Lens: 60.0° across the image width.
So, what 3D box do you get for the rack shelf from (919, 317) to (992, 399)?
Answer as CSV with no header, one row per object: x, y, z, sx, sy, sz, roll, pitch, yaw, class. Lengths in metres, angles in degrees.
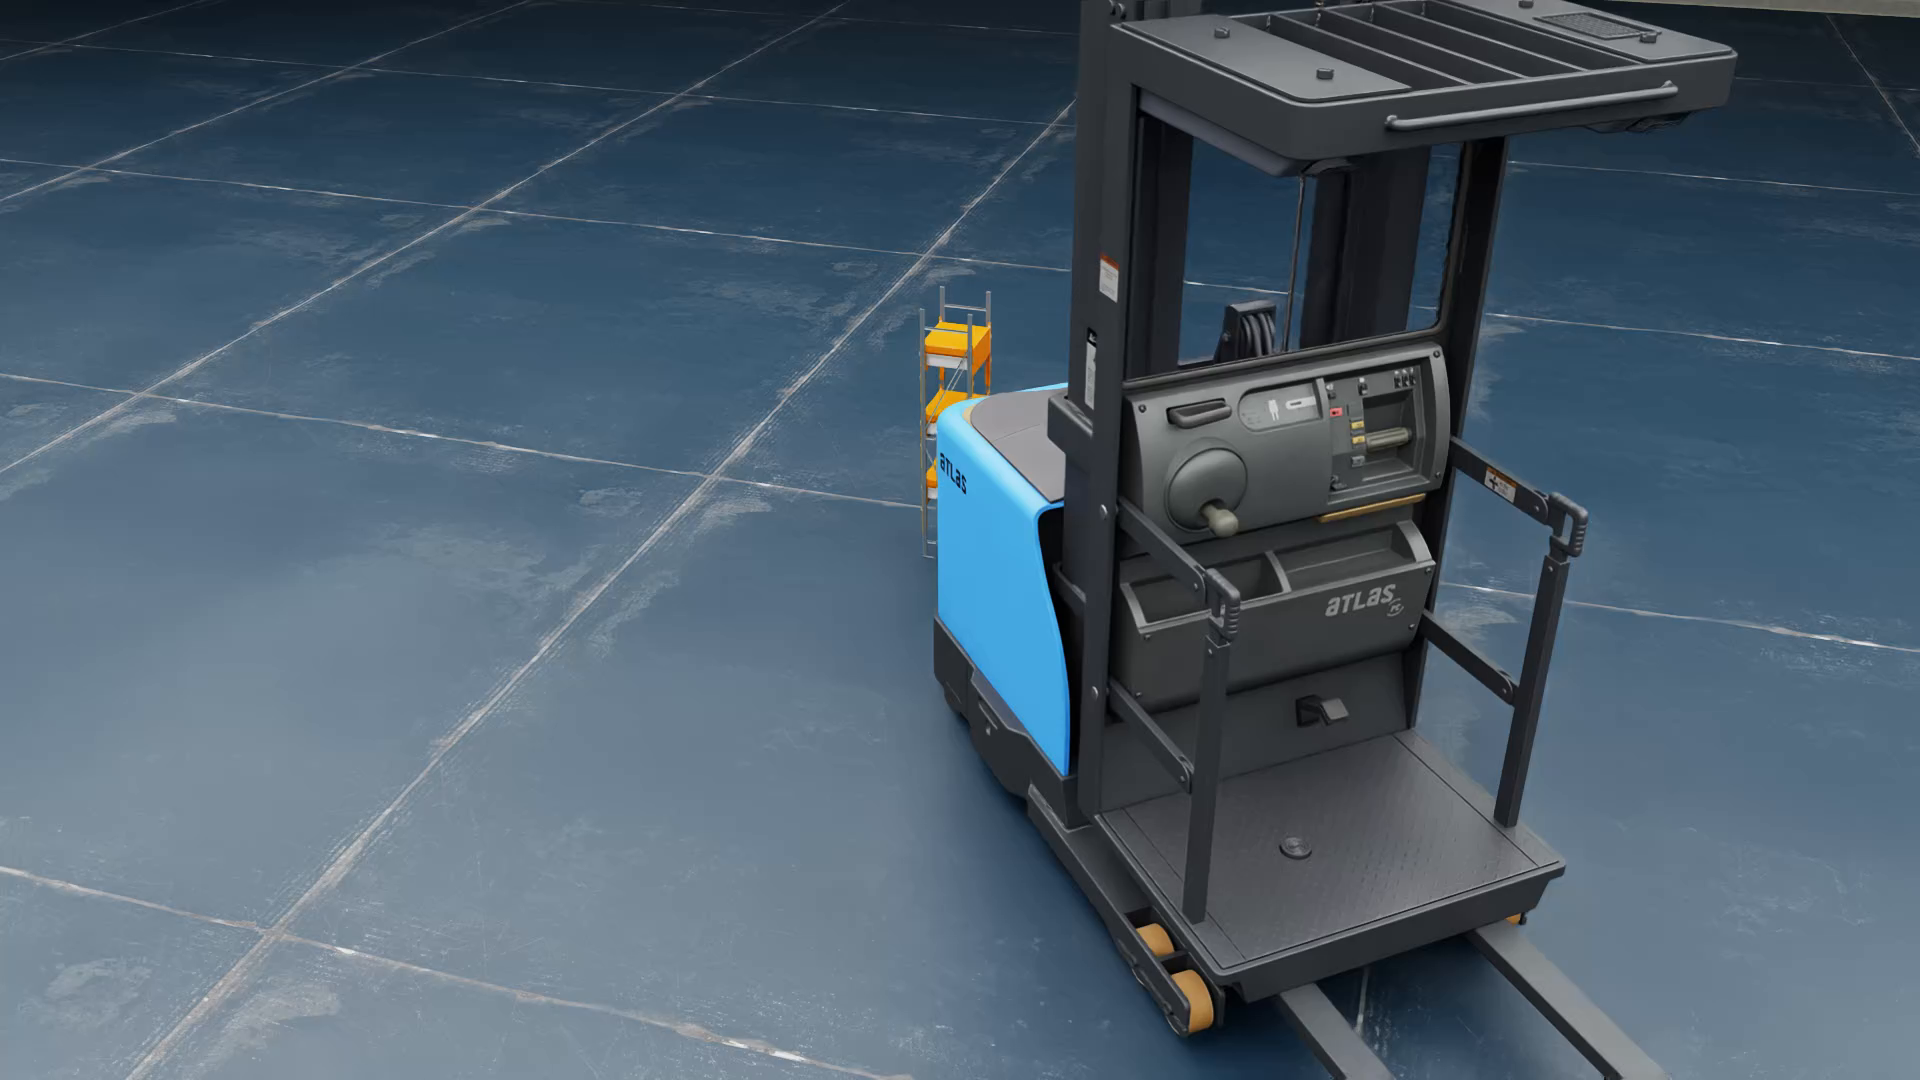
-0.016,-0.673,6.317,0.215,0.259,0.240,8,30,15,rack shelf

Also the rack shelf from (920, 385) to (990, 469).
-0.016,-0.425,6.455,0.215,0.259,0.240,8,30,15,rack shelf

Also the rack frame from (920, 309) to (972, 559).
-0.052,-0.377,6.348,0.200,1.050,0.008,8,30,15,rack frame

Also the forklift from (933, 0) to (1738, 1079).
0.950,-0.211,4.114,1.130,2.935,3.031,-12,31,-20,forklift

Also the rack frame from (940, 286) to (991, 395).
0.020,-0.491,6.552,0.200,1.050,0.008,8,30,15,rack frame

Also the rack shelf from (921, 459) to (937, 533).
-0.016,-0.182,6.590,0.215,0.259,0.240,8,30,15,rack shelf

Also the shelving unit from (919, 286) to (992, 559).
-0.016,-0.434,6.450,0.215,1.050,0.252,8,30,15,shelving unit
